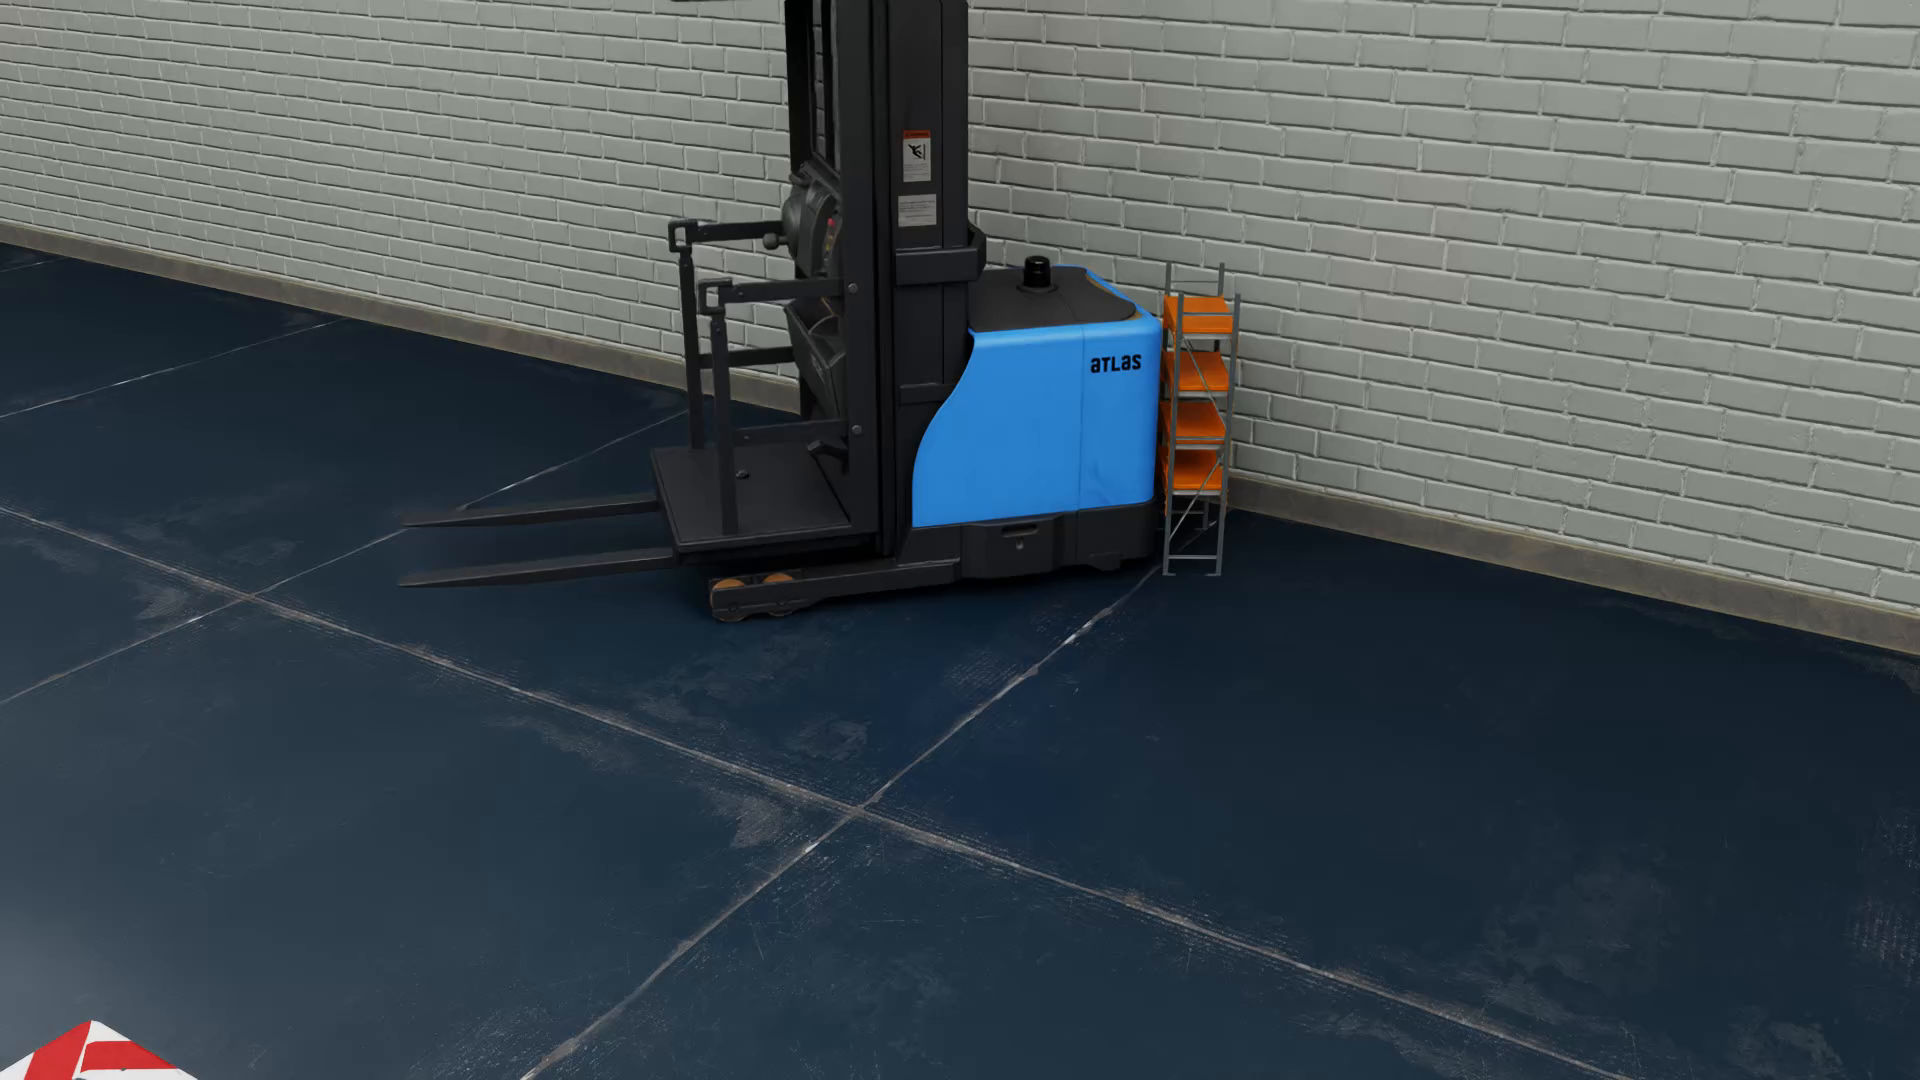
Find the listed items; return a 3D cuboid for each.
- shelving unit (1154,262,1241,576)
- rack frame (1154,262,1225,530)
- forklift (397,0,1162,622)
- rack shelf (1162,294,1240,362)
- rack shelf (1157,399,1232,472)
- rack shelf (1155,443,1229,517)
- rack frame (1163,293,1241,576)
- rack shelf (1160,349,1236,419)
[{"bbox_3d":[0.969,-0.501,6.895,0.258,1.200,0.503,1,23,1],"label":"shelving unit"},{"bbox_3d":[0.974,-0.598,7.119,0.240,1.200,0.015,1,23,1],"label":"rack frame"},{"bbox_3d":[-0.759,-1.256,6.461,3.031,2.935,1.130,-6,24,-14],"label":"forklift"},{"bbox_3d":[0.970,-0.861,6.739,0.258,0.148,0.480,1,23,1],"label":"rack shelf"},{"bbox_3d":[0.969,-0.439,6.922,0.258,0.148,0.480,1,23,1],"label":"rack shelf"},{"bbox_3d":[0.968,-0.257,7.001,0.258,0.148,0.480,1,23,1],"label":"rack shelf"},{"bbox_3d":[0.964,-0.404,6.672,0.240,1.200,0.015,1,23,1],"label":"rack frame"},{"bbox_3d":[0.969,-0.644,6.833,0.258,0.148,0.480,1,23,1],"label":"rack shelf"}]
